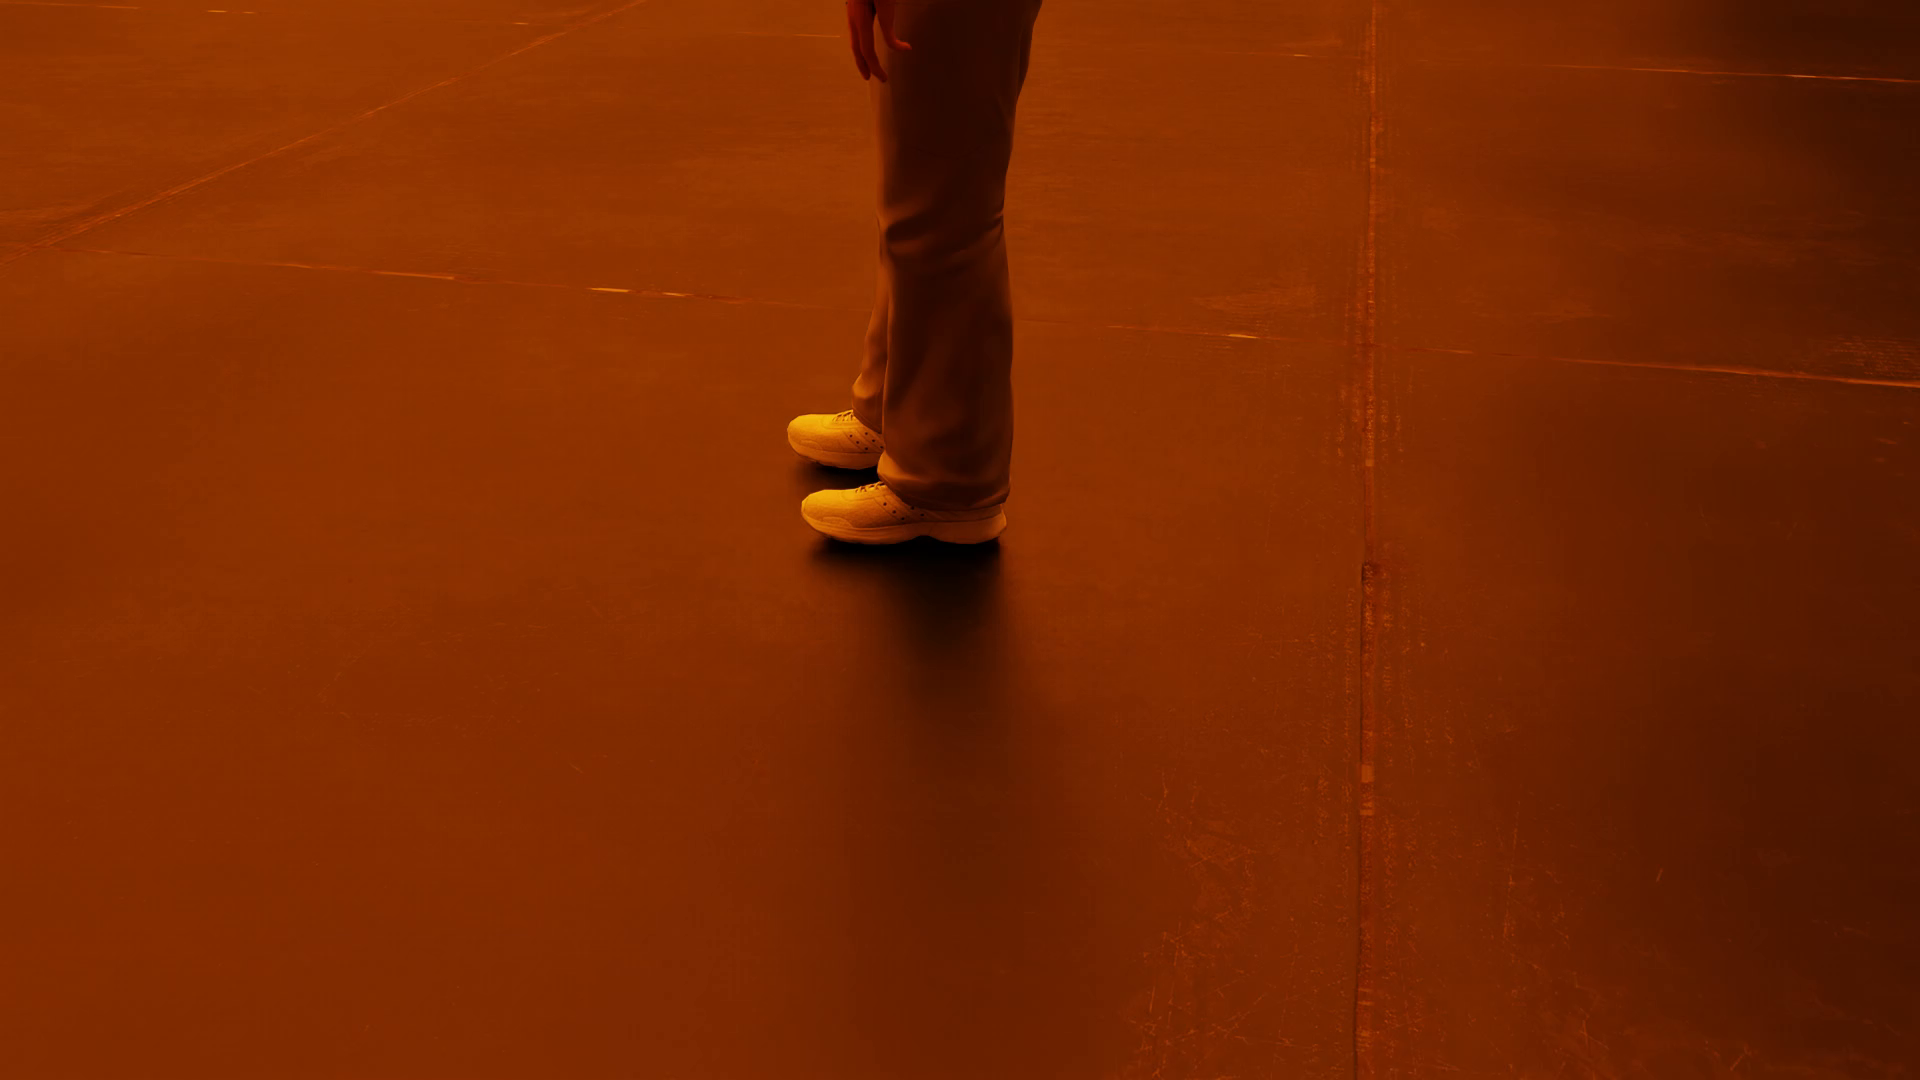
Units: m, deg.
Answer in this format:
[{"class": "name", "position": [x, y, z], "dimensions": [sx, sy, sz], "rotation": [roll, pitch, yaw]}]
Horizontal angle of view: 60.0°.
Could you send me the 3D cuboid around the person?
[{"class": "person", "position": [-0.069, -0.768, 2.145], "dimensions": [0.548, 1.673, 0.550], "rotation": [6, 27, 11]}]
